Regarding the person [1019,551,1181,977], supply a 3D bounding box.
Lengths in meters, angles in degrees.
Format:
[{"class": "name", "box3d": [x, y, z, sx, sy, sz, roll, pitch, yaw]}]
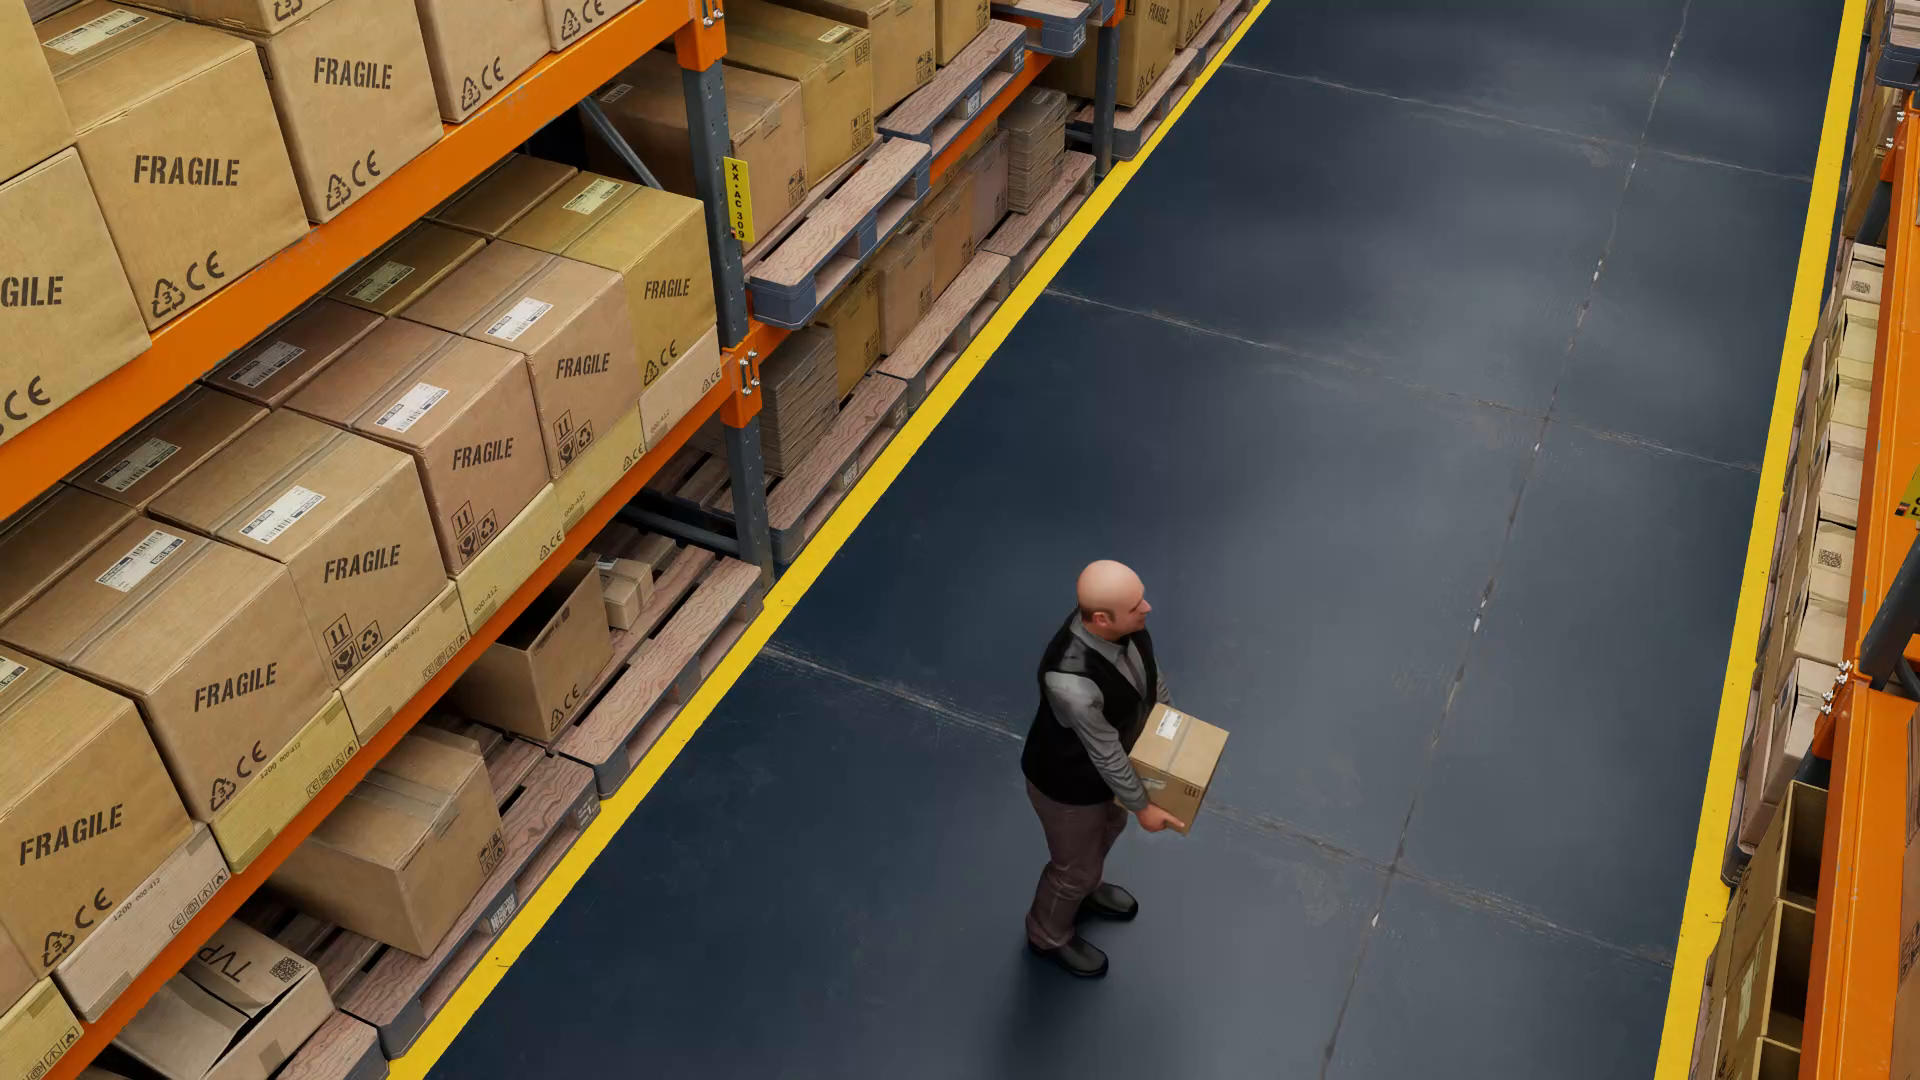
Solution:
[{"class": "person", "box3d": [0.491, 0.741, 5.353, 0.560, 1.711, 0.494, 18, 45, 19]}]
